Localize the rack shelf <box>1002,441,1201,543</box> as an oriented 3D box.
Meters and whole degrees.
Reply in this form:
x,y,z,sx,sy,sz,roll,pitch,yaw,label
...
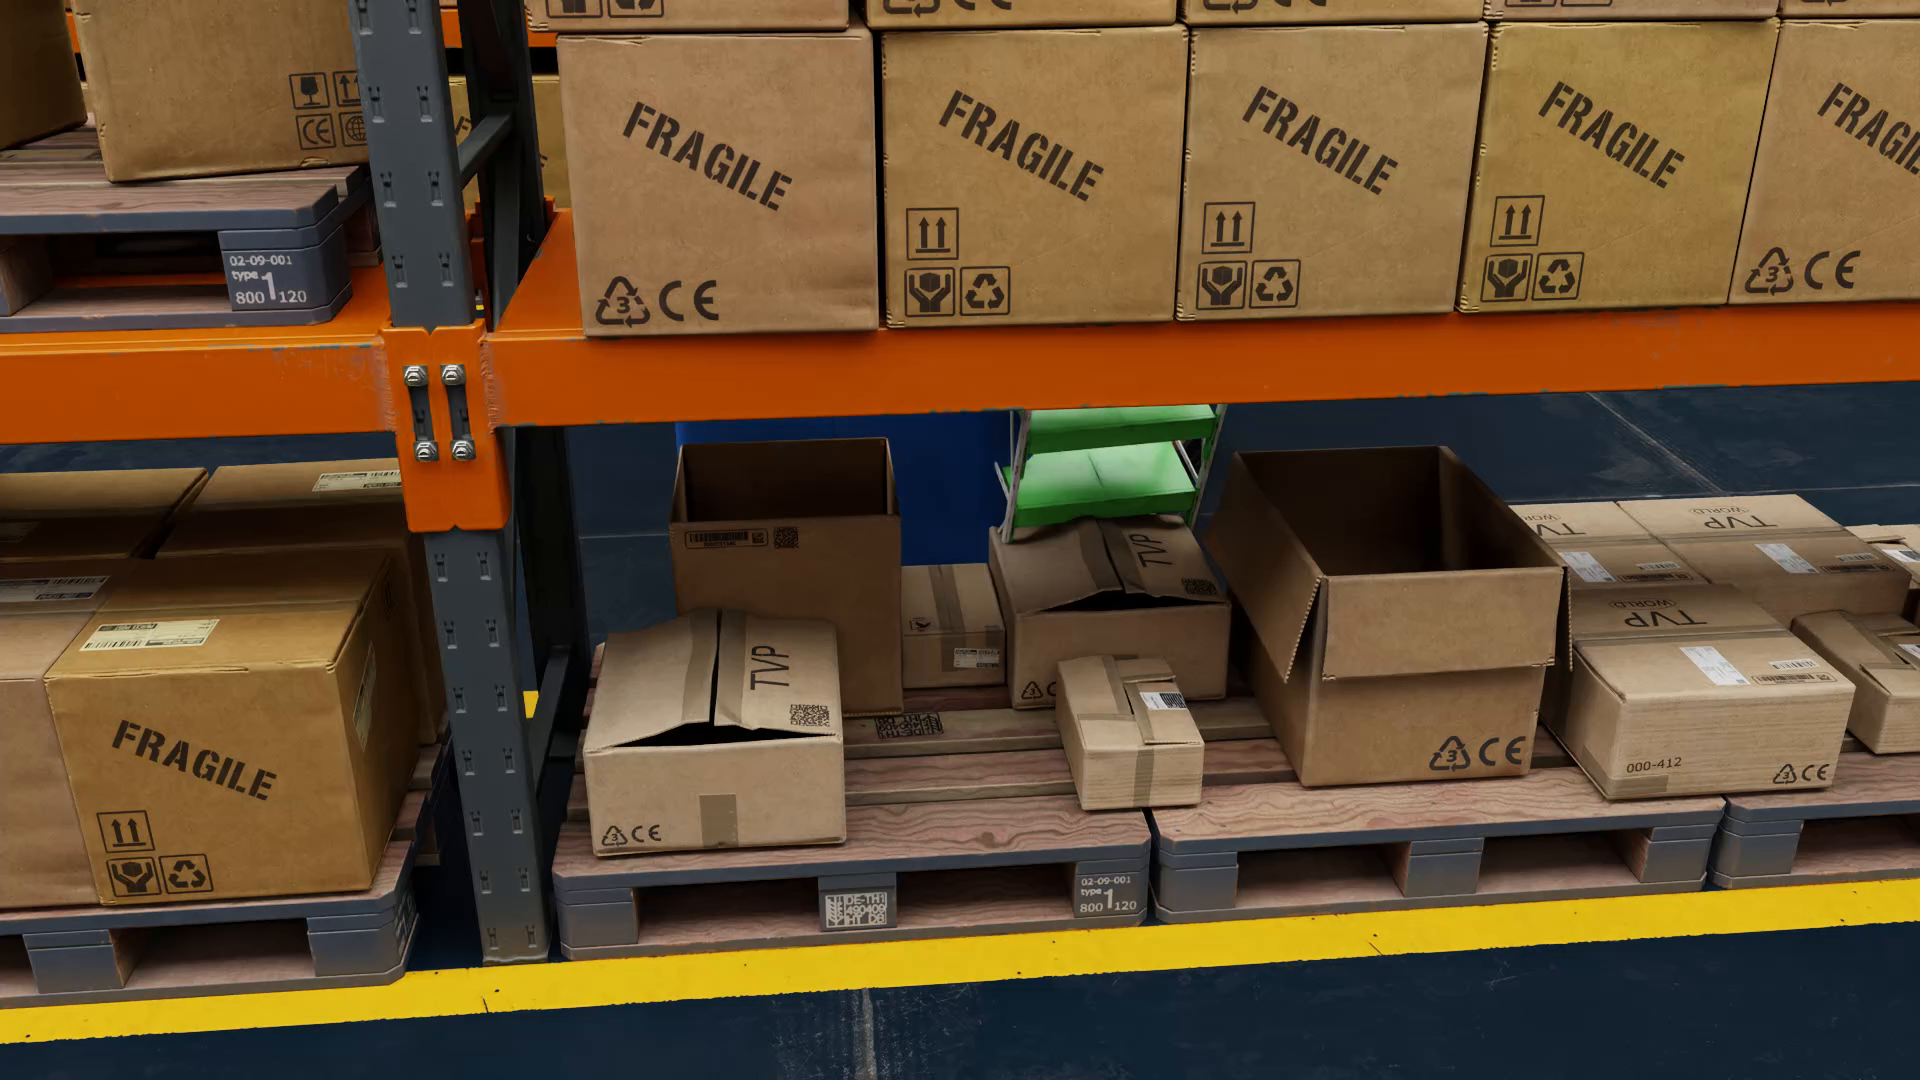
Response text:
x,y,z,sx,sy,sz,roll,pitch,yaw,label
0.327,-0.137,4.185,0.480,0.148,0.258,-6,46,-14,rack shelf

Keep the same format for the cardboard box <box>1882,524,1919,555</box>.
x,y,z,sx,sy,sz,roll,pitch,yaw,label
2.590,0.099,4.302,0.250,0.149,0.380,-2,24,-5,cardboard box

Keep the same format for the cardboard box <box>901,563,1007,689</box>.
x,y,z,sx,sy,sz,roll,pitch,yaw,label
-0.033,0.204,4.065,0.250,0.149,0.380,-2,24,-5,cardboard box

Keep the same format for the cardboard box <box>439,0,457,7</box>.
x,y,z,sx,sy,sz,roll,pitch,yaw,label
-2.250,-2.477,7.415,0.250,0.149,0.380,-2,24,-3,cardboard box

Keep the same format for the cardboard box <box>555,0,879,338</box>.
x,y,z,sx,sy,sz,roll,pitch,yaw,label
-0.406,-0.677,2.956,0.500,0.500,0.500,-2,24,-4,cardboard box

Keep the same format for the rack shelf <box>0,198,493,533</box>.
x,y,z,sx,sy,sz,roll,pitch,yaw,label
-2.930,-0.312,3.145,4.000,0.370,1.077,-2,24,-5,rack shelf

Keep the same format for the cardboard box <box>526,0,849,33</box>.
x,y,z,sx,sy,sz,roll,pitch,yaw,label
-0.443,-1.128,2.741,0.500,0.500,0.500,-2,24,-4,cardboard box

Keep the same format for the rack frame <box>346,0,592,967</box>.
x,y,z,sx,sy,sz,roll,pitch,yaw,label
-0.940,-0.721,3.178,0.127,3.000,1.000,-2,24,-5,rack frame

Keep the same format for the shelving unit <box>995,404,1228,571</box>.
x,y,z,sx,sy,sz,roll,pitch,yaw,label
0.333,-0.182,4.140,0.503,1.200,0.258,-6,46,-14,shelving unit

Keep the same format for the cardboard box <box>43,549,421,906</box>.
x,y,z,sx,sy,sz,roll,pitch,yaw,label
-1.403,0.356,3.292,0.500,0.500,0.500,-2,24,-5,cardboard box

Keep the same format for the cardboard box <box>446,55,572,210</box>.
x,y,z,sx,sy,sz,roll,pitch,yaw,label
-2.064,-1.854,7.857,0.750,0.750,0.750,-2,24,-5,cardboard box

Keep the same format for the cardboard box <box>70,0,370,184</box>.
x,y,z,sx,sy,sz,roll,pitch,yaw,label
-1.433,-1.030,3.233,0.500,0.500,0.700,-11,26,-23,cardboard box

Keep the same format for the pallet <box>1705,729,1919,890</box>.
x,y,z,sx,sy,sz,roll,pitch,yaw,label
2.172,0.429,4.025,1.213,0.211,1.003,-2,24,-5,pallet

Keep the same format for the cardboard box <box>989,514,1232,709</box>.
x,y,z,sx,sy,sz,roll,pitch,yaw,label
0.346,0.140,4.011,0.500,0.311,0.500,-2,24,-5,cardboard box

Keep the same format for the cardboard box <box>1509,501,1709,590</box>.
x,y,z,sx,sy,sz,roll,pitch,yaw,label
1.477,0.122,4.126,0.500,0.250,0.500,-2,24,-5,cardboard box

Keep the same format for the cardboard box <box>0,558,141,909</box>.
x,y,z,sx,sy,sz,roll,pitch,yaw,label
-1.895,0.372,3.255,0.500,0.500,0.500,-2,24,-5,cardboard box

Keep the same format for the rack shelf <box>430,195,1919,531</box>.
x,y,z,sx,sy,sz,roll,pitch,yaw,label
1.051,-0.472,3.504,4.000,0.370,1.077,-2,24,-5,rack shelf

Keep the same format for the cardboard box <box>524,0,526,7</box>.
x,y,z,sx,sy,sz,roll,pitch,yaw,label
-1.988,-2.470,7.398,0.250,0.149,0.380,-2,24,-4,cardboard box

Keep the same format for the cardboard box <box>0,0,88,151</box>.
x,y,z,sx,sy,sz,roll,pitch,yaw,label
-2.111,-0.977,3.114,0.500,0.500,0.700,1,24,3,cardboard box

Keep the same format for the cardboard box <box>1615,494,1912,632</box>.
x,y,z,sx,sy,sz,roll,pitch,yaw,label
1.974,0.102,4.171,0.500,0.250,0.500,-2,24,-5,cardboard box

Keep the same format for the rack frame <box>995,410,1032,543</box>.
x,y,z,sx,sy,sz,roll,pitch,yaw,label
0.098,-0.157,4.081,0.015,1.200,0.240,-6,46,-14,rack frame

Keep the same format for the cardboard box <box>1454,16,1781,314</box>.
x,y,z,sx,sy,sz,roll,pitch,yaw,label
1.108,-0.738,3.095,0.500,0.500,0.500,-3,24,-6,cardboard box

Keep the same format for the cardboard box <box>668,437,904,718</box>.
x,y,z,sx,sy,sz,roll,pitch,yaw,label
-0.401,0.083,3.906,0.500,0.500,0.500,-2,24,-5,cardboard box

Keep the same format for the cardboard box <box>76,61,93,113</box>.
x,y,z,sx,sy,sz,roll,pitch,yaw,label
-3.794,-1.781,7.694,0.750,0.750,0.750,-2,24,-5,cardboard box

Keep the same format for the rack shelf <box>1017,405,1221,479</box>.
x,y,z,sx,sy,sz,roll,pitch,yaw,label
0.351,-0.306,4.016,0.480,0.148,0.258,-6,46,-14,rack shelf

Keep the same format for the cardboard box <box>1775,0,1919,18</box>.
x,y,z,sx,sy,sz,roll,pitch,yaw,label
1.607,-1.211,2.927,0.500,0.500,0.500,-2,24,-4,cardboard box

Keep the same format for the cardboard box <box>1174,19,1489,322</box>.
x,y,z,sx,sy,sz,roll,pitch,yaw,label
0.602,-0.717,3.048,0.500,0.500,0.500,-2,24,-5,cardboard box

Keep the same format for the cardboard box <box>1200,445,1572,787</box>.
x,y,z,sx,sy,sz,roll,pitch,yaw,label
0.929,0.142,3.769,0.637,0.503,0.797,-2,24,-5,cardboard box

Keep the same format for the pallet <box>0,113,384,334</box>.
x,y,z,sx,sy,sz,roll,pitch,yaw,label
-1.746,-0.645,3.245,1.213,0.211,1.003,-2,24,-5,pallet

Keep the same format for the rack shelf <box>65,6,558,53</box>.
x,y,z,sx,sy,sz,roll,pitch,yaw,label
-3.421,-2.314,7.649,4.000,0.370,1.077,-2,24,-5,rack shelf

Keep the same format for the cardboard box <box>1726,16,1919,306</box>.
x,y,z,sx,sy,sz,roll,pitch,yaw,label
1.609,-0.758,3.140,0.500,0.500,0.500,-2,24,-5,cardboard box

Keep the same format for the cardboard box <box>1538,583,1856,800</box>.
x,y,z,sx,sy,sz,roll,pitch,yaw,label
1.576,0.322,3.676,0.500,0.250,0.500,-2,24,-5,cardboard box

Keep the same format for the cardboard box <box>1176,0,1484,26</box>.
x,y,z,sx,sy,sz,roll,pitch,yaw,label
0.582,-1.169,2.834,0.500,0.500,0.500,-3,24,-7,cardboard box

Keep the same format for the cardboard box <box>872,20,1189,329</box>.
x,y,z,sx,sy,sz,roll,pitch,yaw,label
0.104,-0.698,3.005,0.500,0.500,0.500,-2,24,-4,cardboard box

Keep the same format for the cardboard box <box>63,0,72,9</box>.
x,y,z,sx,sy,sz,roll,pitch,yaw,label
-3.783,-2.440,7.330,0.250,0.149,0.380,-2,24,-4,cardboard box

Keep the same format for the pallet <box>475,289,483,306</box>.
x,y,z,sx,sy,sz,roll,pitch,yaw,label
-2.191,-1.387,8.111,1.213,0.211,1.003,-2,24,-5,pallet

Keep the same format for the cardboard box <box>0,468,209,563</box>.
x,y,z,sx,sy,sz,roll,pitch,yaw,label
-1.975,0.167,3.717,0.500,0.500,0.500,-2,24,-4,cardboard box

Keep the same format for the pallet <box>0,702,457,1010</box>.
x,y,z,sx,sy,sz,roll,pitch,yaw,label
-1.745,0.601,3.637,1.213,0.211,1.003,-2,24,-5,pallet

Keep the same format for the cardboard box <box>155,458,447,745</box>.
x,y,z,sx,sy,sz,roll,pitch,yaw,label
-1.445,0.141,3.775,0.500,0.500,0.500,-3,24,-8,cardboard box

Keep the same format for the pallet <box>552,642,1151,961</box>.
x,y,z,sx,sy,sz,roll,pitch,yaw,label
-0.256,0.527,3.805,1.213,0.211,1.003,-2,24,-5,pallet

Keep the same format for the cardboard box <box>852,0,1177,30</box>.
x,y,z,sx,sy,sz,roll,pitch,yaw,label
0.070,-1.149,2.788,0.500,0.500,0.500,-3,24,-7,cardboard box

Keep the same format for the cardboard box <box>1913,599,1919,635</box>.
x,y,z,sx,sy,sz,roll,pitch,yaw,label
2.524,0.182,3.683,0.500,0.500,0.500,-2,24,-5,cardboard box

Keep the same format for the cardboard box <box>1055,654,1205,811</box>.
x,y,z,sx,sy,sz,roll,pitch,yaw,label
0.359,0.405,3.592,0.250,0.166,0.380,-2,24,-5,cardboard box

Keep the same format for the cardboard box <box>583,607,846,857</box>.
x,y,z,sx,sy,sz,roll,pitch,yaw,label
-0.501,0.378,3.476,0.500,0.311,0.500,-2,24,-5,cardboard box

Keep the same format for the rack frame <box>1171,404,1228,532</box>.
x,y,z,sx,sy,sz,roll,pitch,yaw,label
0.569,-0.207,4.198,0.015,1.200,0.240,-6,46,-14,rack frame

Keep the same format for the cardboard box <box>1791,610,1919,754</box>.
x,y,z,sx,sy,sz,roll,pitch,yaw,label
2.112,0.314,3.796,0.250,0.166,0.380,-2,24,-5,cardboard box

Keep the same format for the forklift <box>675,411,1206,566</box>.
x,y,z,sx,sy,sz,roll,pitch,yaw,label
0.232,-1.576,5.188,1.130,2.935,3.031,9,26,20,forklift

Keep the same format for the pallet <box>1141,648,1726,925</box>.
x,y,z,sx,sy,sz,roll,pitch,yaw,label
0.961,0.477,3.918,1.213,0.211,1.003,-2,24,-5,pallet

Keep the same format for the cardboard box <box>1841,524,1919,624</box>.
x,y,z,sx,sy,sz,roll,pitch,yaw,label
2.342,0.101,4.276,0.250,0.166,0.380,-2,24,-5,cardboard box

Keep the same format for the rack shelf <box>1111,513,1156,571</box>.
x,y,z,sx,sy,sz,roll,pitch,yaw,label
0.303,0.033,4.353,0.480,0.148,0.258,-6,46,-14,rack shelf

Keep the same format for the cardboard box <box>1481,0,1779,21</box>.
x,y,z,sx,sy,sz,roll,pitch,yaw,label
1.096,-1.190,2.881,0.500,0.500,0.500,-2,24,-4,cardboard box
